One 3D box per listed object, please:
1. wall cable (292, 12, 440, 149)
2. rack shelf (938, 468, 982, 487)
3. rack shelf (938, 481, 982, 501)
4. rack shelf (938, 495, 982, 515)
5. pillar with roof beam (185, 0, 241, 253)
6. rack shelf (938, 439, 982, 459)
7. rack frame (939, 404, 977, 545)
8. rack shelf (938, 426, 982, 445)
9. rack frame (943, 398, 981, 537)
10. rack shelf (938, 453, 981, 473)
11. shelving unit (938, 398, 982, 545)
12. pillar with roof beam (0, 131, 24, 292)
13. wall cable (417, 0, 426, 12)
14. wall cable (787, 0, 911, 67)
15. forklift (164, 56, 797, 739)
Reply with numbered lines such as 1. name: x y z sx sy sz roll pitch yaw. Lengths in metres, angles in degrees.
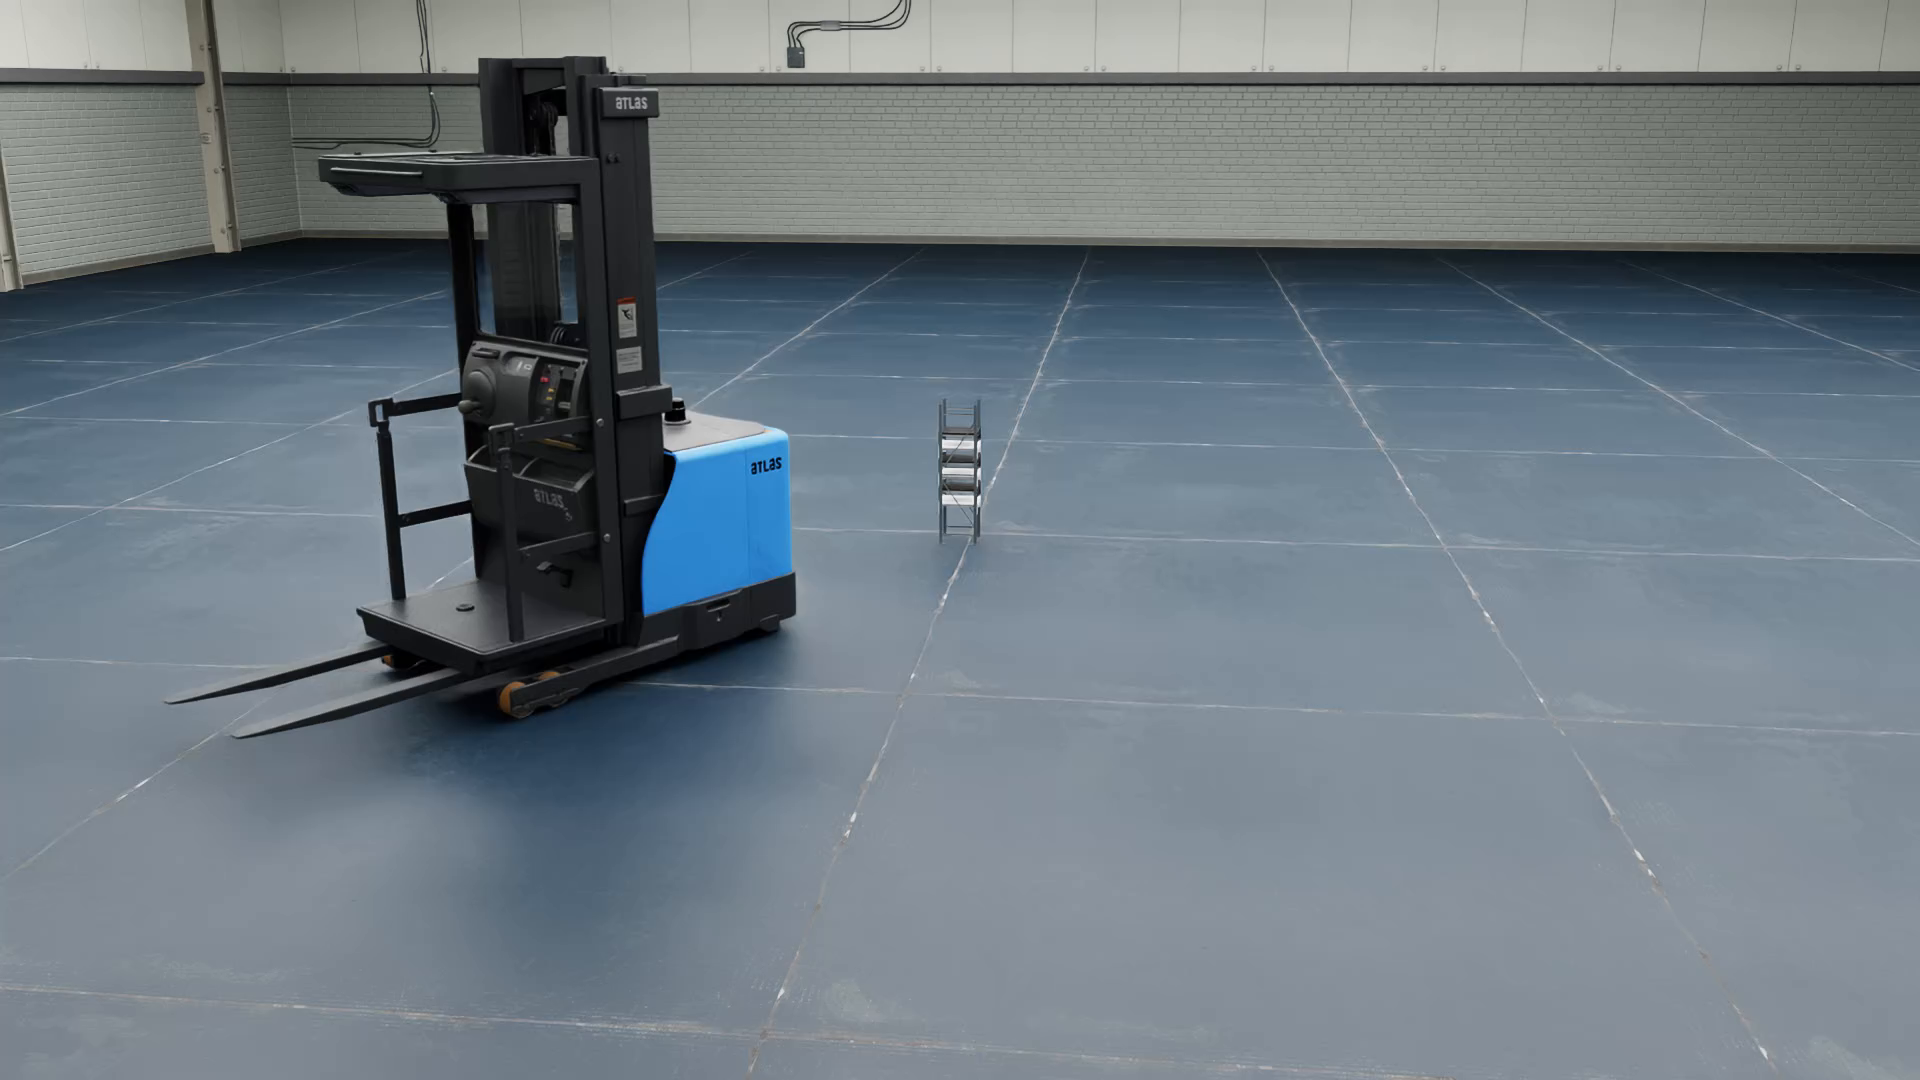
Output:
1. wall cable: -11.462 -8.734 31.670 3.097 2.526 0.112 2 15 6
2. rack shelf: -0.001 -0.400 10.546 0.258 0.077 0.200 2 15 6
3. rack shelf: -0.001 -0.313 10.569 0.258 0.077 0.200 2 15 6
4. rack shelf: -0.001 -0.226 10.592 0.258 0.077 0.200 2 15 6
5. pillar with roof beam: -8.831 -9.381 28.114 9.100 9.000 0.400 2 15 6
6. rack shelf: -0.001 -0.574 10.499 0.258 0.077 0.200 2 15 6
7. rack frame: -0.012 -0.406 10.439 0.240 0.900 0.006 2 15 6
8. rack shelf: -0.001 -0.661 10.475 0.258 0.077 0.200 2 15 6
9. rack frame: 0.011 -0.459 10.634 0.240 0.900 0.006 2 15 6
10. rack shelf: -0.001 -0.487 10.522 0.258 0.077 0.200 2 15 6
11. shelving unit: -0.001 -0.432 10.537 0.258 0.900 0.210 2 15 6
12. pillar with roof beam: -9.508 -7.825 22.359 9.100 9.000 0.400 2 15 6
13. wall cable: -8.774 -11.092 30.716 3.097 2.526 0.112 2 15 6
14. wall cable: -2.031 -11.591 29.772 2.305 6.003 0.169 2 15 6
15. forklift: -2.221 -0.744 7.798 1.130 2.935 3.031 13 20 39
